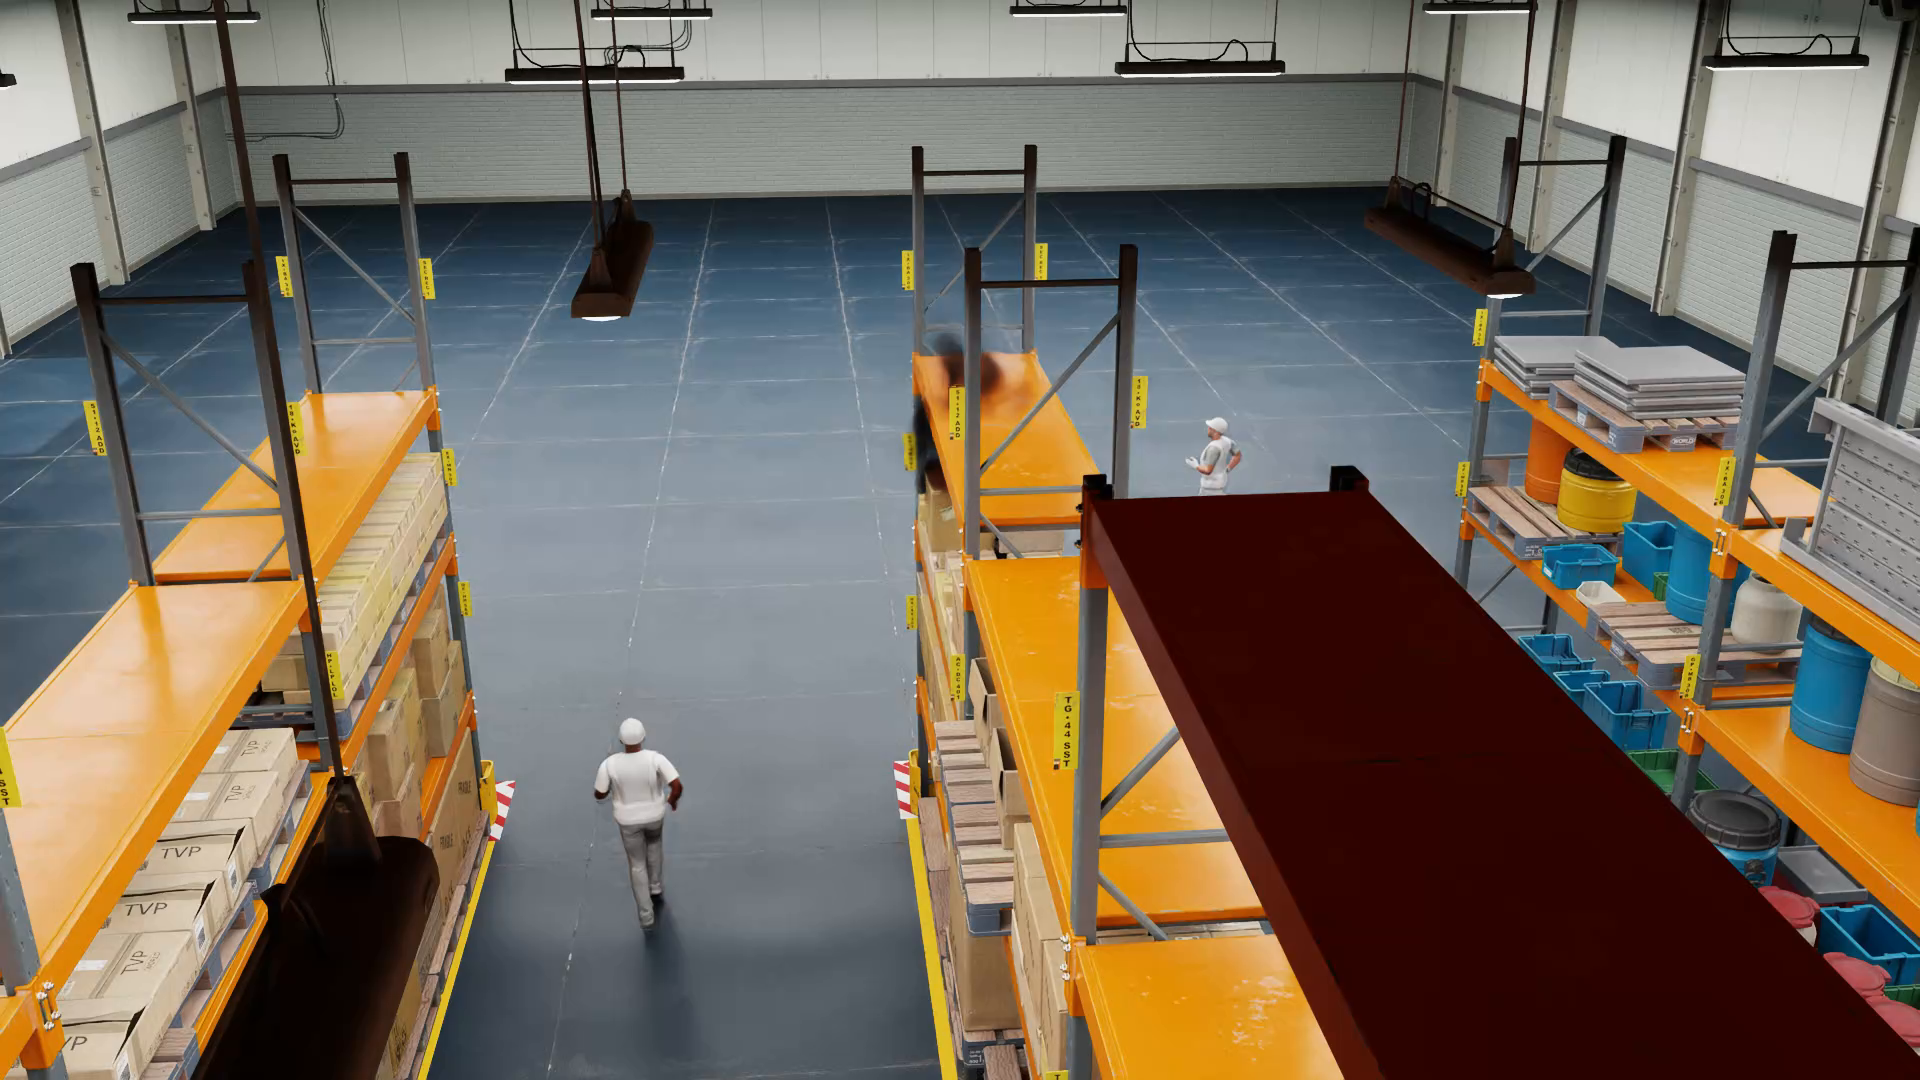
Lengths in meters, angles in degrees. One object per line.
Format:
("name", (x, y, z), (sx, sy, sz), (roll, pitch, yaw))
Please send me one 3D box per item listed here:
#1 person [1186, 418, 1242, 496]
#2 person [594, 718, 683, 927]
("person", (3.176, -0.663, 20.826), (0.905, 1.800, 0.632), (8, 23, 19))
("person", (-2.599, 2.281, 13.493), (0.675, 1.830, 0.790), (-6, 23, -16))
